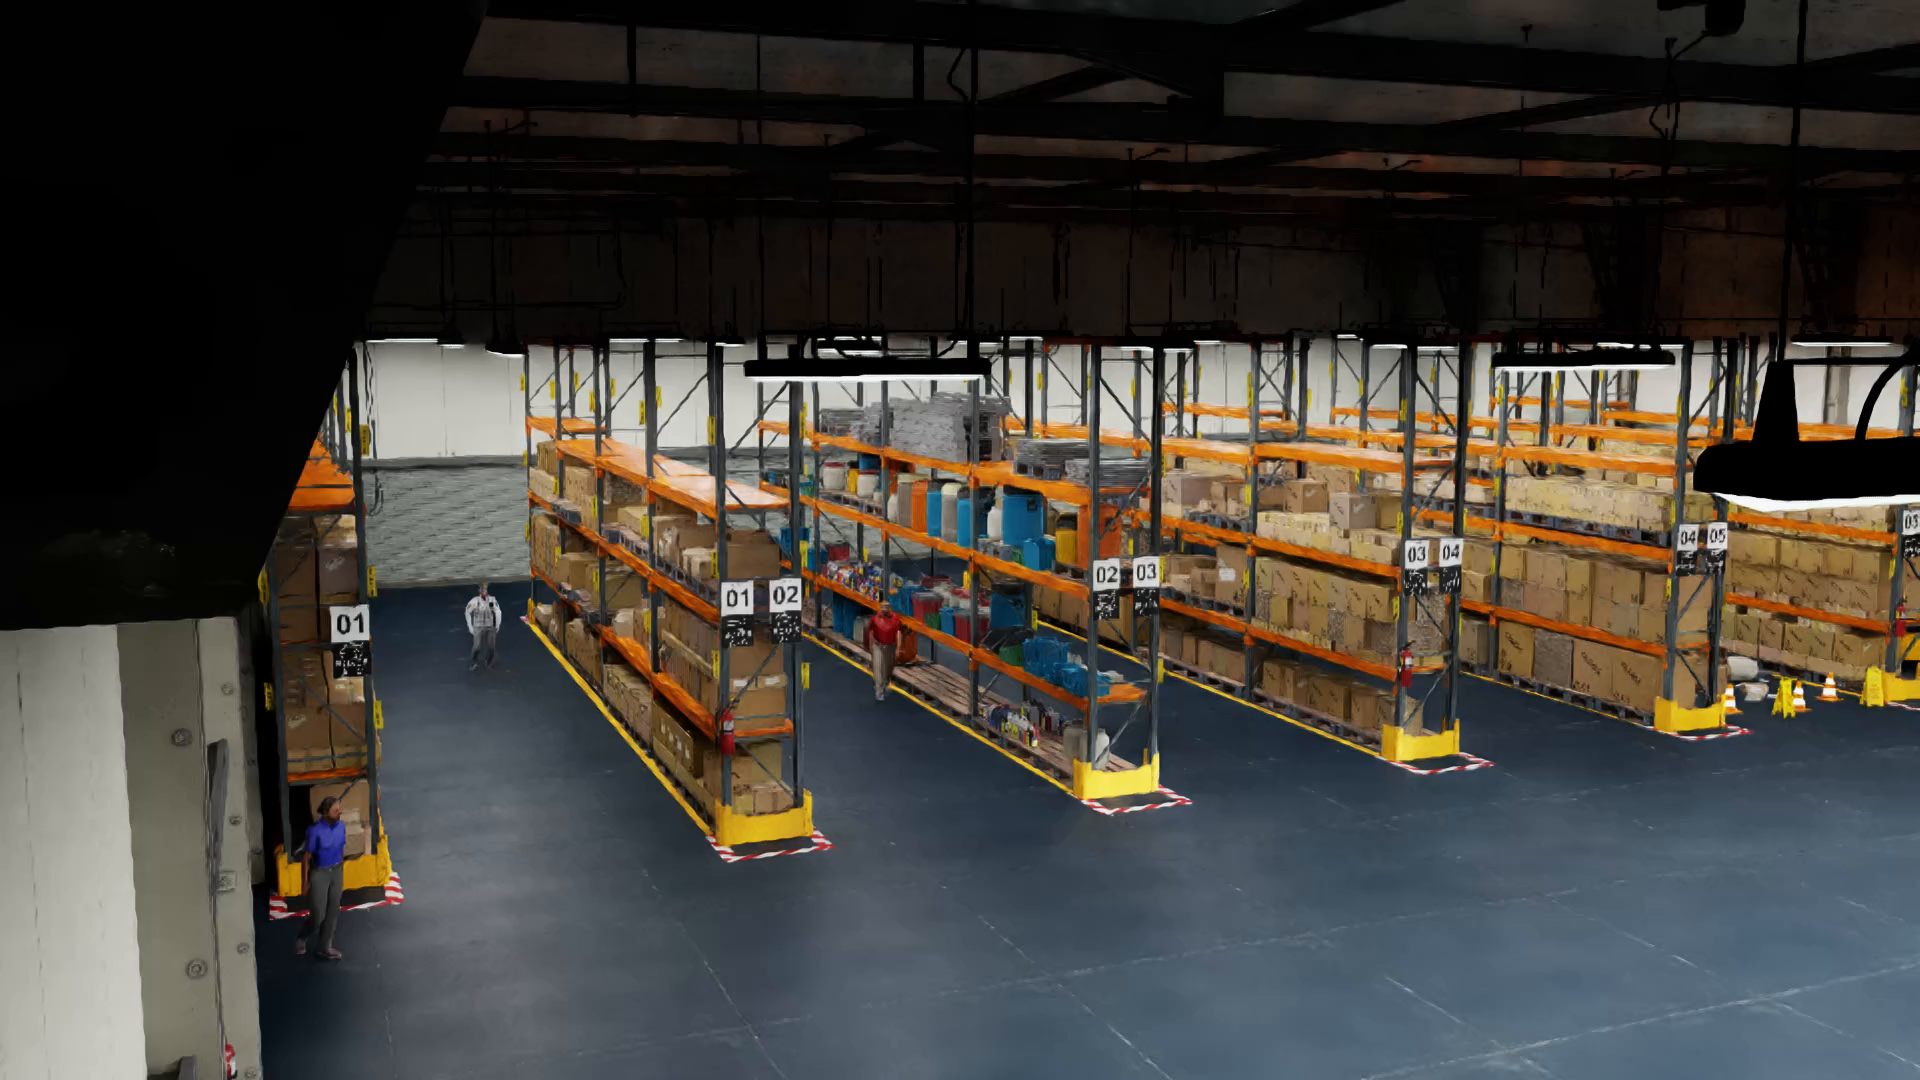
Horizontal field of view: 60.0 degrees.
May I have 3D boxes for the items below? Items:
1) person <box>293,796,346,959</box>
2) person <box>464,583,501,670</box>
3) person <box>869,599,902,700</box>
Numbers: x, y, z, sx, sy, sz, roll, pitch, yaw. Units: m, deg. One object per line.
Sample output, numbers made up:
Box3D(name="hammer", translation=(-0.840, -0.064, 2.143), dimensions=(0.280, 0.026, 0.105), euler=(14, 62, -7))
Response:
Box3D(name="person", translation=(-6.345, 3.345, 16.489), dimensions=(0.476, 1.636, 0.521), euler=(4, 9, 30))
Box3D(name="person", translation=(-8.593, 1.553, 29.981), dimensions=(0.637, 1.628, 0.498), euler=(-3, 8, -24))
Box3D(name="person", translation=(-1.242, 1.802, 27.822), dimensions=(0.533, 1.658, 1.040), euler=(-2, 8, -13))
